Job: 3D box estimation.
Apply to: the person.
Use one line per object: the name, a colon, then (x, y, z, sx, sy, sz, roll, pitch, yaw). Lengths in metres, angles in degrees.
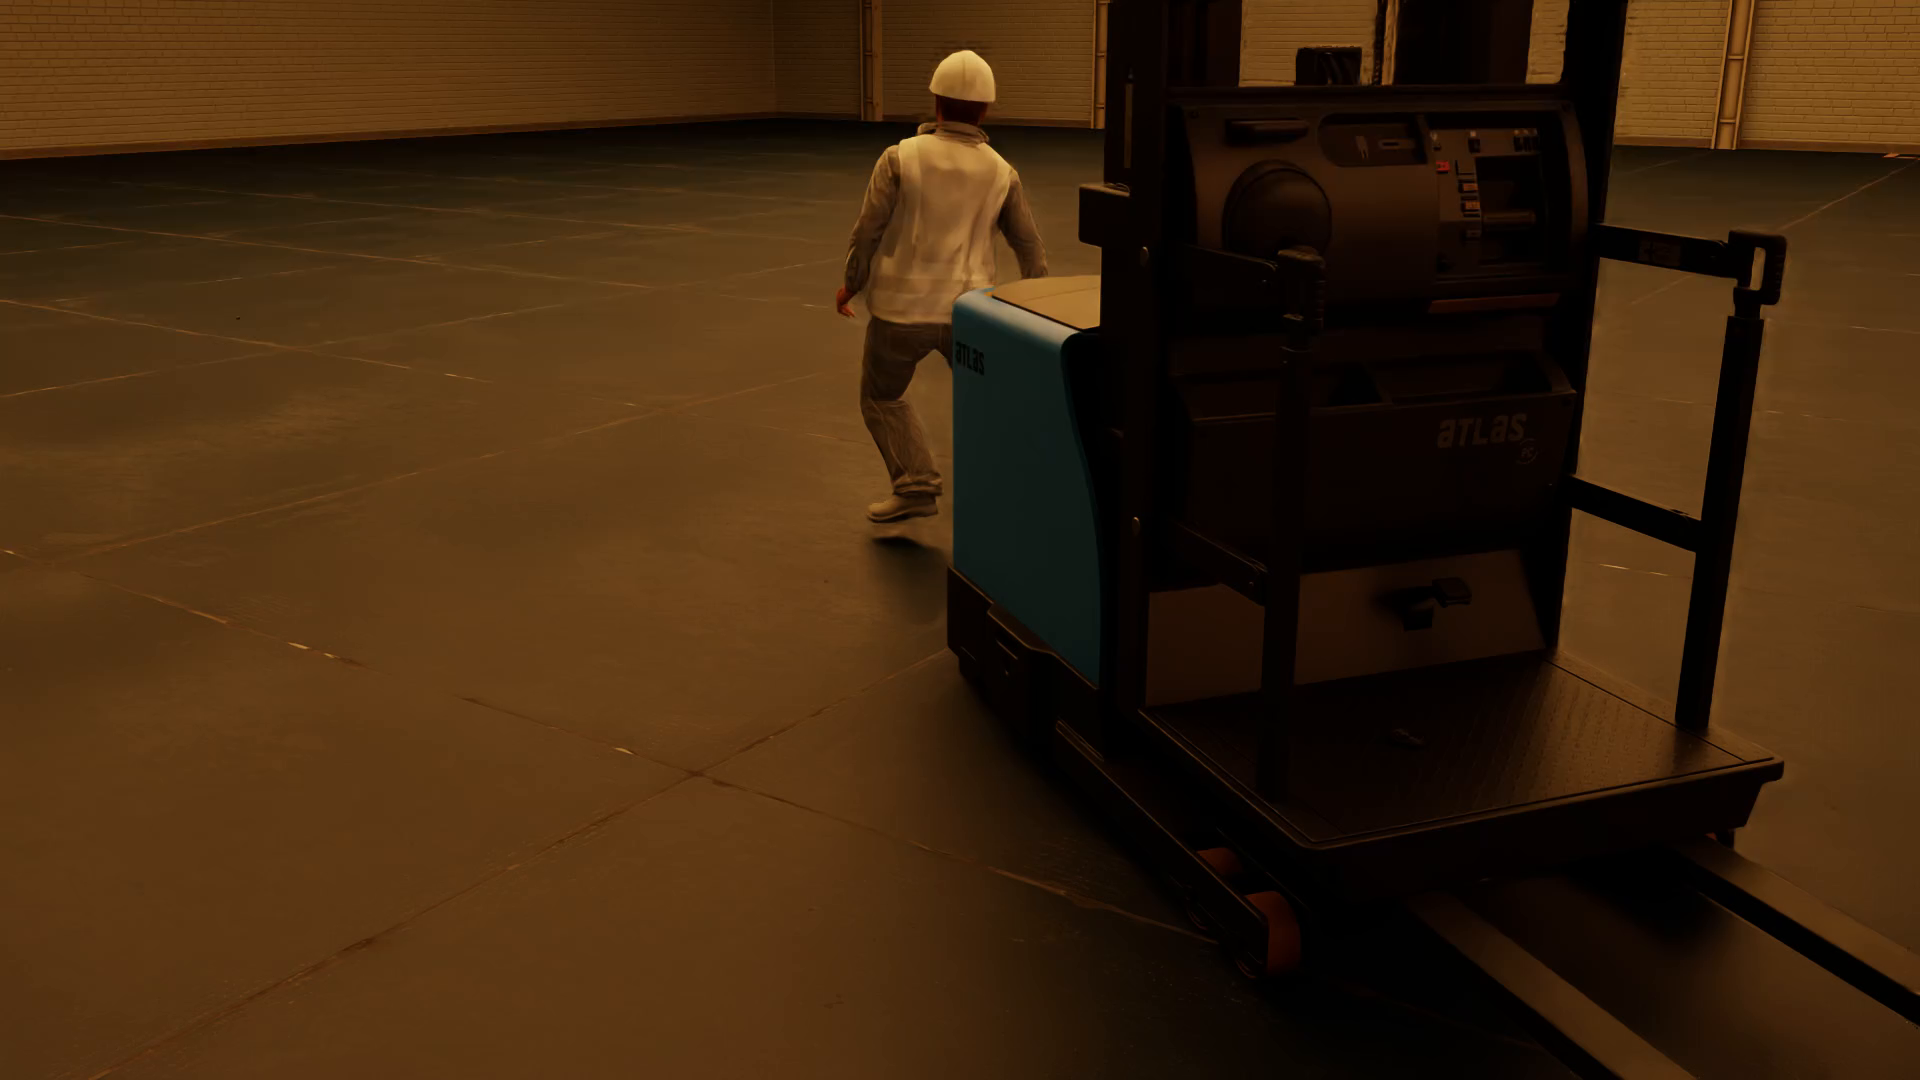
person: (-0.029, -0.844, 5.847, 0.795, 1.686, 0.506, -4, 17, -12)

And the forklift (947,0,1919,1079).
forklift: (0.950, -0.703, 3.183, 1.130, 2.935, 3.031, -6, 18, -19)
